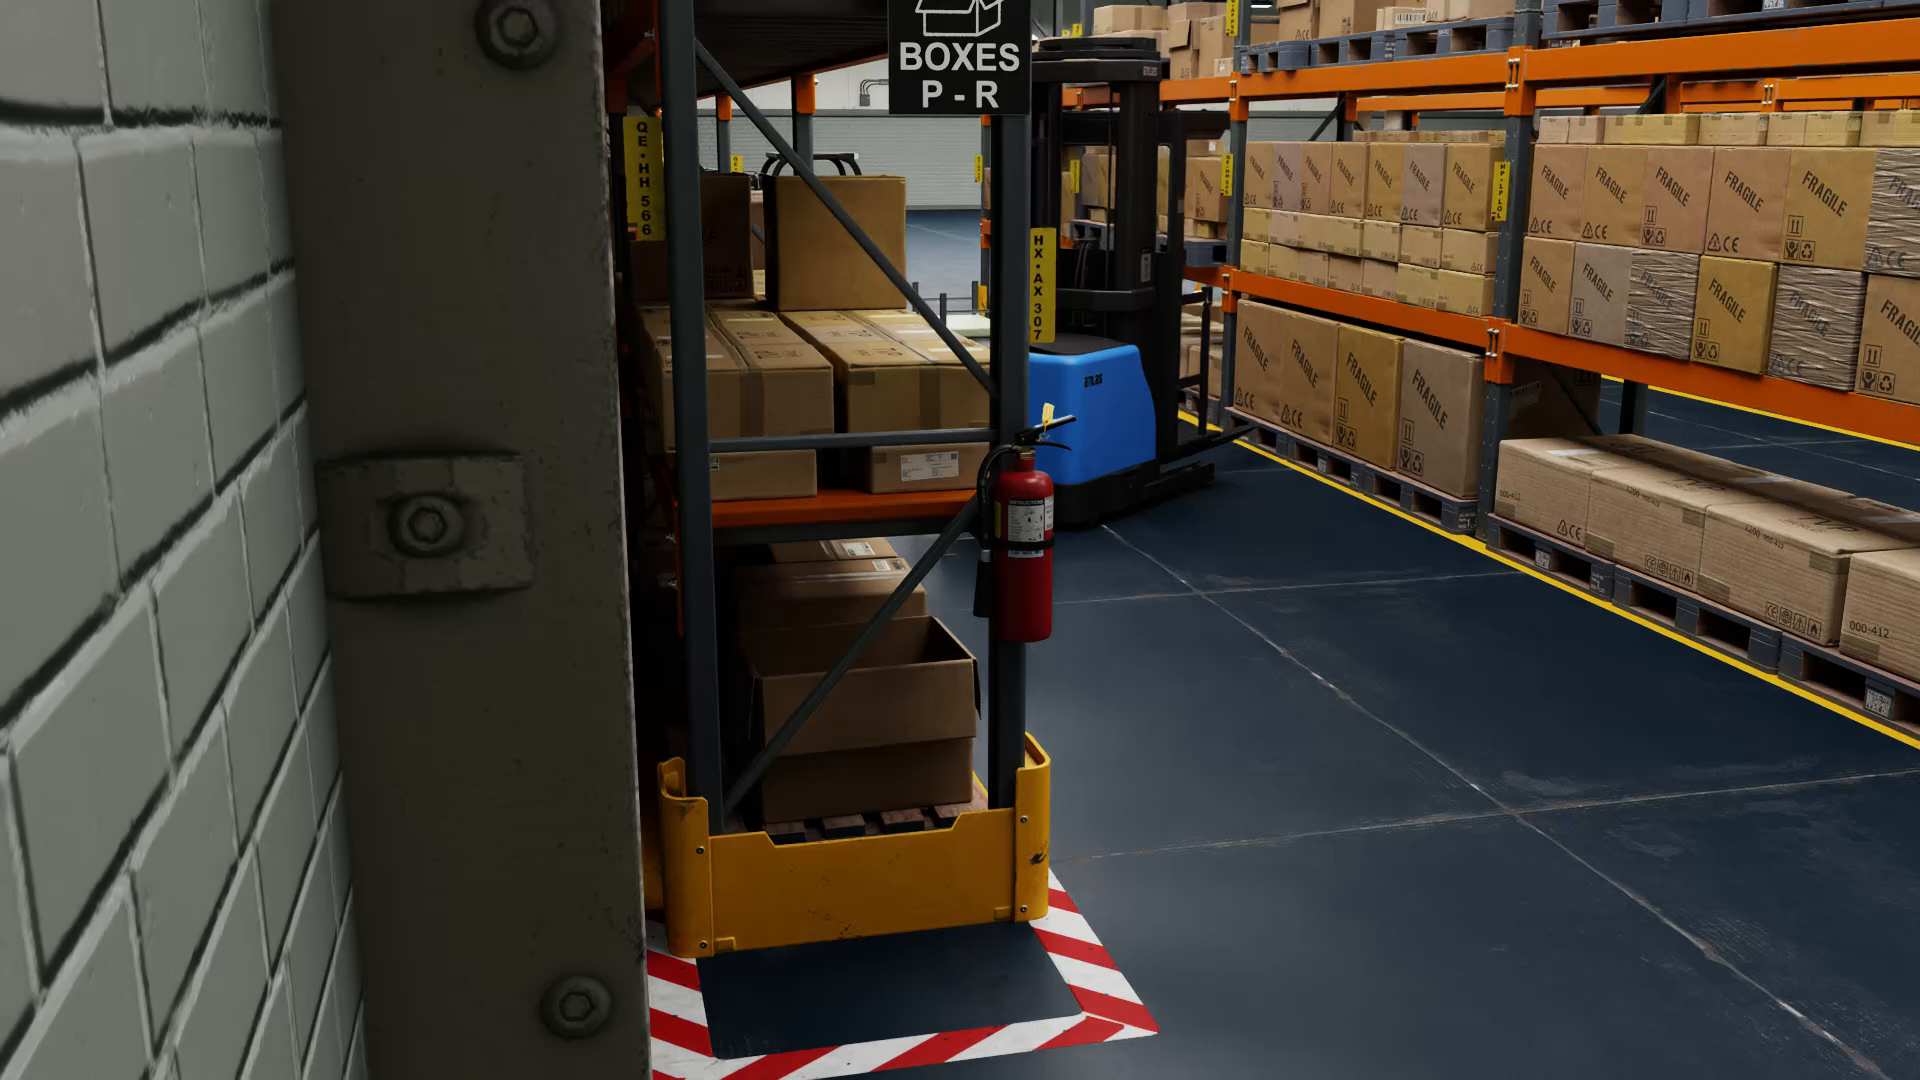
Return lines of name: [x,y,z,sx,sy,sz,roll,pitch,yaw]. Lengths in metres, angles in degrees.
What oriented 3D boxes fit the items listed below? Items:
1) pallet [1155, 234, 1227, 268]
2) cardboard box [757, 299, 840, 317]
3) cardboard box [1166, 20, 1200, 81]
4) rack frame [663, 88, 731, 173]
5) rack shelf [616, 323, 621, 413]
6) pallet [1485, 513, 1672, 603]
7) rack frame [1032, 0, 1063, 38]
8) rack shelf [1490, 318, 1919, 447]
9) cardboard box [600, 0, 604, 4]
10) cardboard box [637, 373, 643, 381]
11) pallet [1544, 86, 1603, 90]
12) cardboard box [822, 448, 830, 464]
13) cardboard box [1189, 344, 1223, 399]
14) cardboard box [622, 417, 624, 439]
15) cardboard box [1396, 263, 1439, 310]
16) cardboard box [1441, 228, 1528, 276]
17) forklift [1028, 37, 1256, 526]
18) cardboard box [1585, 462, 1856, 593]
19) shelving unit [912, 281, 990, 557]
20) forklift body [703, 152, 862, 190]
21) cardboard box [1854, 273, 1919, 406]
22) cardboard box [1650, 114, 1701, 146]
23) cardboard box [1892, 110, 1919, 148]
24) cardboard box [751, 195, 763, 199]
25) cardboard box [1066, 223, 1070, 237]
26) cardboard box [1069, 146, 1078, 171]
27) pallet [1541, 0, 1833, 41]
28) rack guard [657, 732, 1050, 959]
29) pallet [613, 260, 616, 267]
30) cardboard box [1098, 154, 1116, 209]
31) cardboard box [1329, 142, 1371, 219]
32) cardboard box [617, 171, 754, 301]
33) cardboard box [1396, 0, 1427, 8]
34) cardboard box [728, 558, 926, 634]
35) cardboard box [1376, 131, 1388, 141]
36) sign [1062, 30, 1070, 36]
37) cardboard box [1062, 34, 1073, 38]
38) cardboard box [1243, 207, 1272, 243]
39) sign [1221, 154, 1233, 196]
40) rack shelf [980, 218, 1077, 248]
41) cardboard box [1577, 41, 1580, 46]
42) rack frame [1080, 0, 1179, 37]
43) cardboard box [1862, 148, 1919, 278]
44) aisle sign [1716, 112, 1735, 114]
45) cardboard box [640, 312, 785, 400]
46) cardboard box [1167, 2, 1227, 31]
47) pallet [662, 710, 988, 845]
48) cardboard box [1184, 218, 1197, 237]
pallet: [2.372,-2.466,14.105,1.213,0.211,1.003,-3,14,-13]
cardboard box: [-0.528,-0.819,6.648,0.500,0.250,0.500,-4,14,-15]
cardboard box: [2.257,-4.258,14.499,0.797,0.503,0.637,-3,14,-13]
rack frame: [-2.181,-2.123,12.298,1.000,3.000,0.127,-3,14,-13]
rack shelf: [-1.711,-1.312,10.494,1.077,0.370,4.000,-3,14,-13]
pallet: [3.685,0.056,9.252,1.003,0.211,1.213,-3,14,-13]
rack frame: [0.764,-7.161,20.276,1.000,3.000,0.127,-3,14,-13]
rack shelf: [4.052,-0.667,7.853,1.077,0.370,4.000,-3,14,-13]
cardboard box: [-1.399,-2.597,7.604,0.500,0.250,0.500,-4,14,-14]
cardboard box: [-1.053,-0.570,6.468,0.380,0.149,0.250,-3,14,-13]
pallet: [6.755,-4.778,17.248,0.805,0.209,1.217,-4,14,-15]
cardboard box: [-0.313,-0.362,5.616,0.380,0.149,0.250,-3,14,-14]
cardboard box: [2.520,-1.459,14.231,0.950,0.372,0.625,-4,14,-17]
cardboard box: [-1.675,-0.635,9.219,0.380,0.149,0.250,-3,14,-13]
cardboard box: [3.114,-1.612,10.522,0.500,0.250,0.500,-3,14,-14]
cardboard box: [3.243,-1.736,9.976,0.500,0.250,0.500,-3,14,-13]
forklift: [1.097,-1.809,11.154,1.130,2.935,3.031,9,16,33]
cardboard box: [3.836,-0.080,8.448,0.875,0.438,0.875,-4,14,-15]
shelving unit: [-0.002,-0.730,9.755,0.431,1.500,0.755,-3,14,-13]
forklift body: [-1.841,-3.221,18.578,2.313,2.155,1.214,-3,14,-13]
cardboard box: [4.048,-0.817,6.740,0.500,0.500,0.500,-4,14,-14]
cardboard box: [3.614,-2.002,8.116,0.380,0.149,0.250,-4,14,-15]
cardboard box: [3.998,-1.649,6.671,0.380,0.149,0.250,-3,14,-12]
cardboard box: [-1.259,-1.697,9.456,0.700,0.500,0.500,-3,14,-13]
cardboard box: [1.332,-3.259,17.474,0.380,0.149,0.250,-3,14,-14]
cardboard box: [1.621,-4.352,18.477,0.700,0.500,0.500,-4,14,-14]
pallet: [3.764,-2.703,8.536,1.003,0.211,1.213,-3,14,-13]
rack guard: [-0.320,0.919,5.112,1.175,0.500,0.348,-3,14,-13]
pallet: [-1.954,-1.878,11.696,1.213,0.211,1.003,-3,14,-13]
cardboard box: [1.653,-3.481,16.133,0.500,0.500,0.500,-3,14,-13]
cardboard box: [2.869,-2.457,11.346,0.500,0.500,0.500,-3,14,-12]
cardboard box: [-1.150,-1.278,6.947,0.500,0.500,0.500,-4,14,-15]
cardboard box: [3.339,-3.720,11.418,0.500,0.500,0.500,-3,14,-13]
cardboard box: [-0.517,0.387,6.406,0.700,0.500,0.500,-3,14,-11]
cardboard box: [5.820,-4.933,21.209,0.875,0.550,0.550,-3,14,-13]
sign: [1.308,-6.160,20.634,0.100,0.325,0.005,-3,14,-13]
cardboard box: [1.281,-5.163,17.267,0.380,0.149,0.250,-4,14,-15]
cardboard box: [2.522,-2.440,12.857,0.500,0.250,0.500,-3,14,-14]
sign: [2.118,-2.892,13.173,0.100,0.325,0.005,-3,14,-13]
rack shelf: [1.234,-3.435,19.185,1.077,0.370,4.000,-3,14,-13]
cardboard box: [6.813,-5.106,17.405,0.500,0.250,0.500,-3,14,-13]
rack frame: [1.704,-6.238,16.499,1.000,3.000,0.127,-3,14,-13]
cardboard box: [4.026,-1.306,6.637,0.500,0.500,0.500,-3,14,-13]
aisle sign: [10.674,-6.093,23.067,0.394,0.787,0.004,-3,14,-13]
cardboard box: [-0.900,-0.674,6.056,0.500,0.250,0.500,-3,14,-11]
cardboard box: [2.225,-4.794,15.287,0.500,0.250,0.500,-3,14,-12]
pallet: [-0.508,0.876,5.899,1.003,0.211,1.213,-3,14,-13]
cardboard box: [2.101,-2.659,14.134,0.380,0.149,0.250,-3,14,-14]
